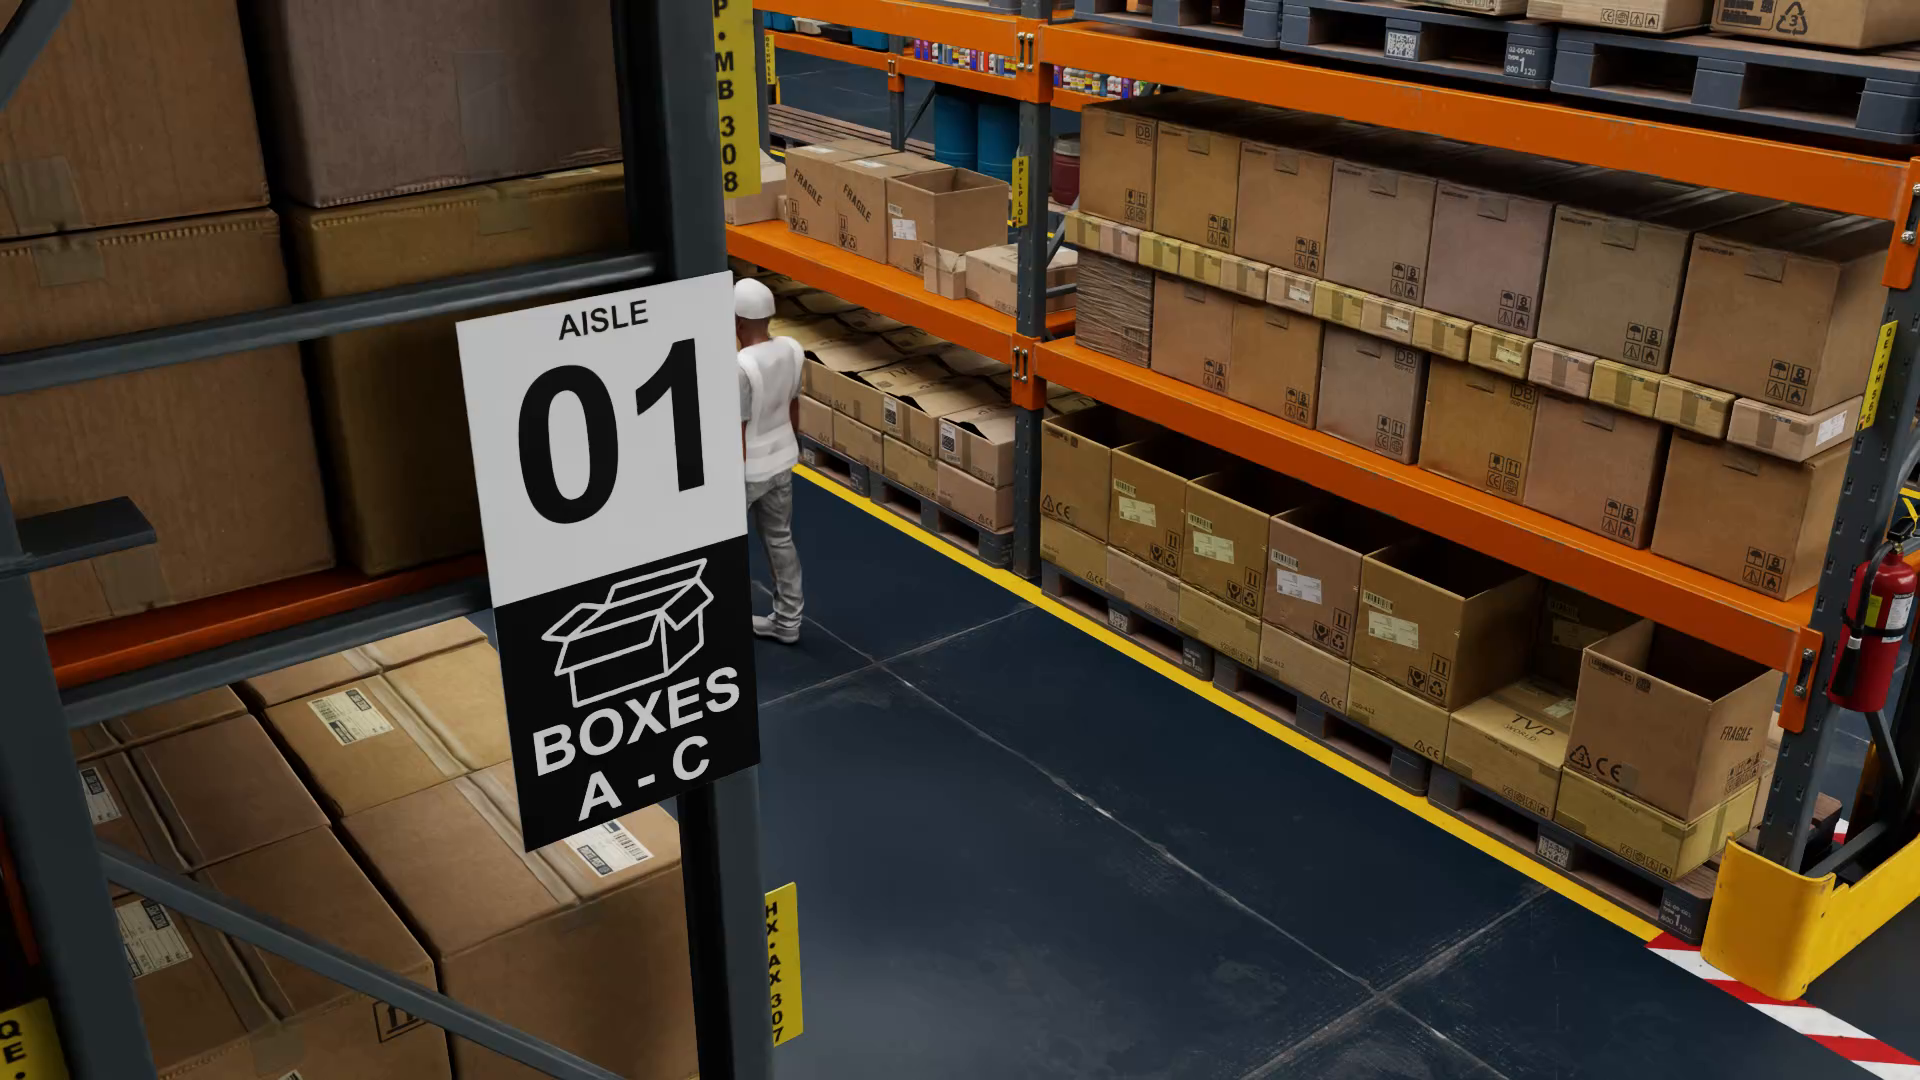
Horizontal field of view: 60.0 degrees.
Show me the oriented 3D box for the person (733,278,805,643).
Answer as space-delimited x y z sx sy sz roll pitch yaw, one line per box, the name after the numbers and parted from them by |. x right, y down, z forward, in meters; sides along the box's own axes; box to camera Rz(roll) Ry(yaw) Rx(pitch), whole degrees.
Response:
-1.064 -0.382 7.834 0.653 1.778 0.578 16 29 31 | person
